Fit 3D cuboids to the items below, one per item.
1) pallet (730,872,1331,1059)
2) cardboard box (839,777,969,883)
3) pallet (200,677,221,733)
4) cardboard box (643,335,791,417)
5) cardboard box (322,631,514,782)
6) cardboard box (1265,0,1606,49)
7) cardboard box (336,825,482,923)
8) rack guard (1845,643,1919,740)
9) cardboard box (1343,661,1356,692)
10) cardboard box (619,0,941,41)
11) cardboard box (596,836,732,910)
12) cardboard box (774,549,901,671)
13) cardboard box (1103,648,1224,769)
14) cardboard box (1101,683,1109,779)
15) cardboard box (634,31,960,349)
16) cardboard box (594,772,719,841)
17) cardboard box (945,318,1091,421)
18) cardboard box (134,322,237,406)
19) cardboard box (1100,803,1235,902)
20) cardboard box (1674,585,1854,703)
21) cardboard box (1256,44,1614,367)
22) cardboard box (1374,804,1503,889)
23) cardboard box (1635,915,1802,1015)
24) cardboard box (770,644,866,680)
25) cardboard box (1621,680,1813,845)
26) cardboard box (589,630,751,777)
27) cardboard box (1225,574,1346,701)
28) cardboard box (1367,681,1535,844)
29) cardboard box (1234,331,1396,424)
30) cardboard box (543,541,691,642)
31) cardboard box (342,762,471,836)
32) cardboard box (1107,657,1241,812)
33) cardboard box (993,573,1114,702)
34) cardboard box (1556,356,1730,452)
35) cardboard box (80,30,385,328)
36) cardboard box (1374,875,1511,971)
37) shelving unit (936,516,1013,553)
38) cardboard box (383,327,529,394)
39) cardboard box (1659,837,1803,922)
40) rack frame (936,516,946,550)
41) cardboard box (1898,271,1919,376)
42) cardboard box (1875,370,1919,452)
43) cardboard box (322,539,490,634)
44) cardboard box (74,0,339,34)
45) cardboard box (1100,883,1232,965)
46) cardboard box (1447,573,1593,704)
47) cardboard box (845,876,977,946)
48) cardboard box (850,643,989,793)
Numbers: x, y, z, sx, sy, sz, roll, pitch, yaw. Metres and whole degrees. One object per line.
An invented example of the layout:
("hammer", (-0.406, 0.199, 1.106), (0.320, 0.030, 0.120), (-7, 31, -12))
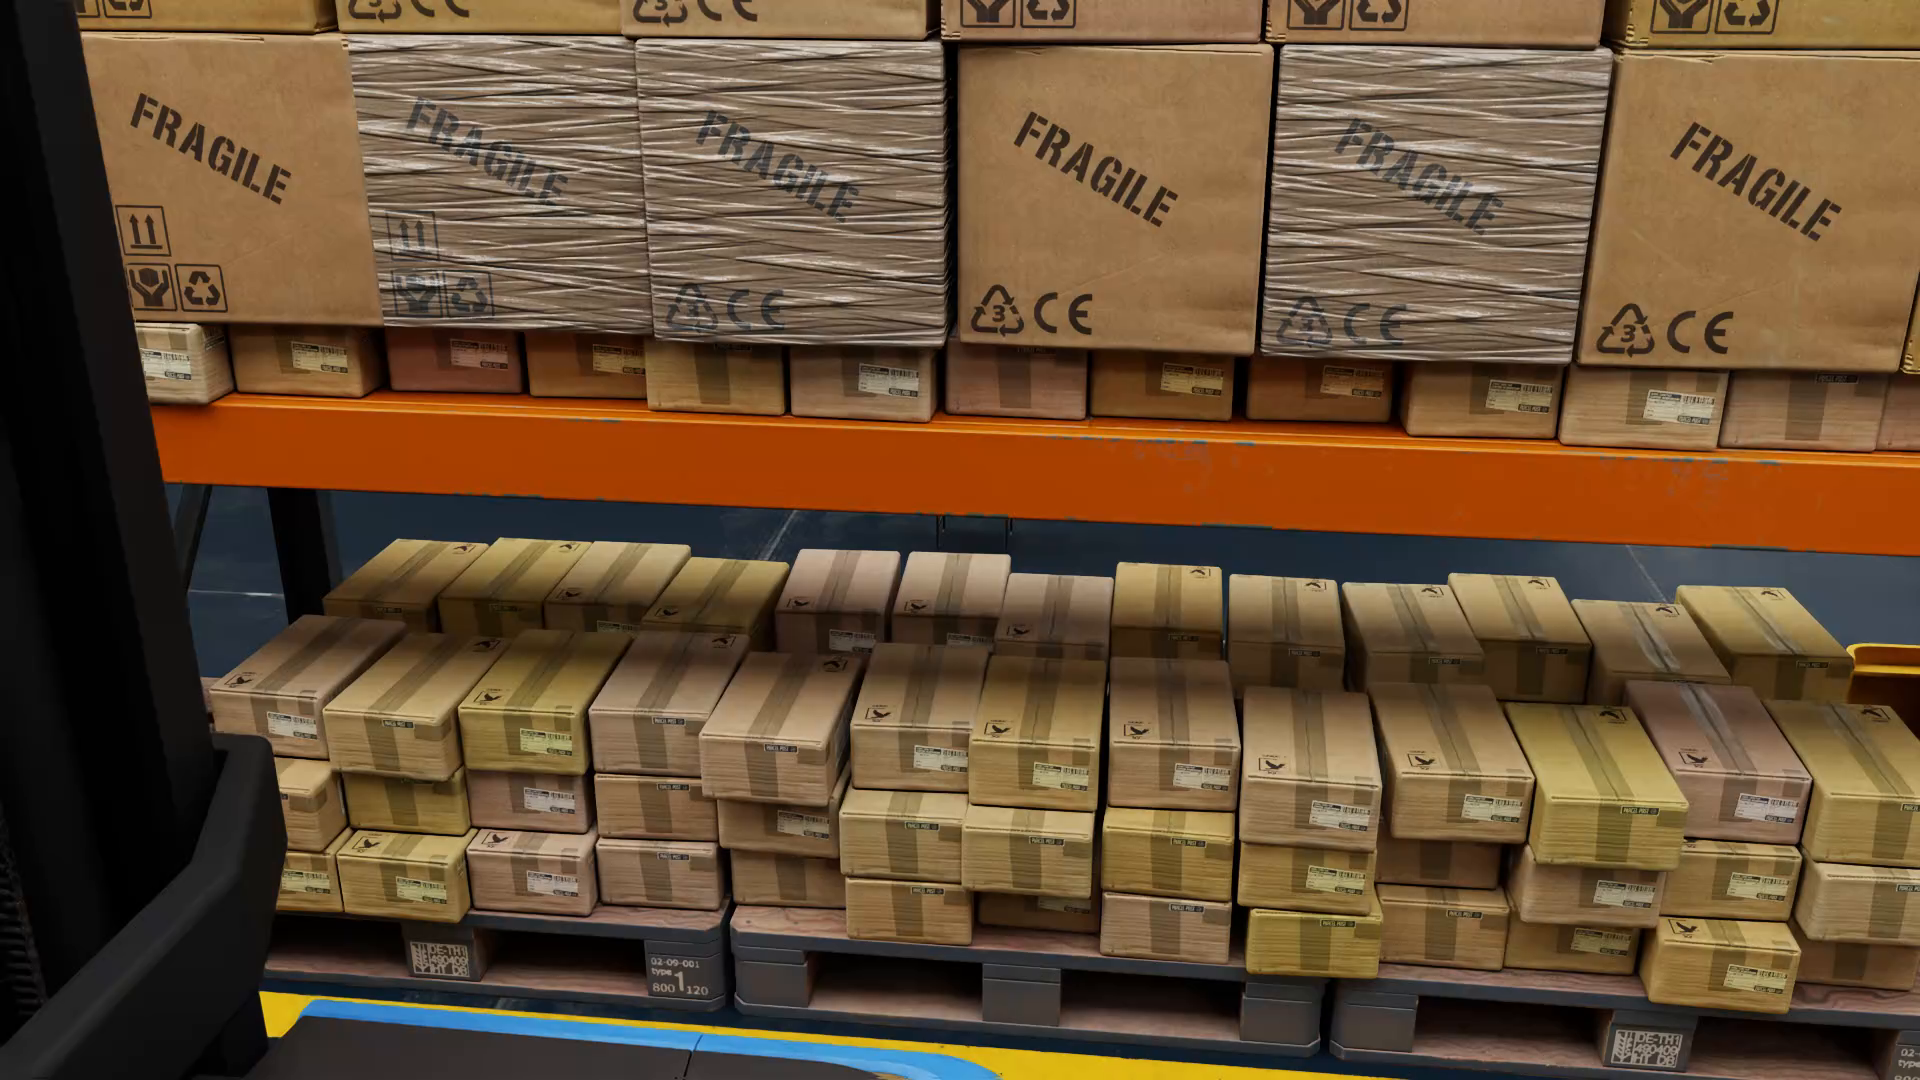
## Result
("pallet", (0.183, 0.730, 3.807), (1.213, 0.211, 1.003), (2, 22, 6))
("cardboard box", (-0.091, 0.532, 3.415), (0.250, 0.149, 0.380), (2, 22, 6))
("pallet", (-2.476, 0.629, 4.063), (1.213, 0.211, 1.003), (2, 22, 6))
("cardboard box", (-0.412, -0.361, 3.116), (0.250, 0.149, 0.380), (3, 22, 7))
("cardboard box", (-1.119, 0.343, 3.490), (0.250, 0.149, 0.380), (4, 22, 9))
("cardboard box", (0.765, -1.082, 2.696), (0.500, 0.500, 0.500), (4, 22, 9))
("cardboard box", (-1.115, 0.640, 3.548), (0.250, 0.149, 0.380), (3, 22, 8))
("rack guard", (2.194, 0.697, 3.497), (0.348, 0.500, 1.175), (2, 22, 6))
("cardboard box", (1.019, 0.352, 3.871), (0.250, 0.149, 0.380), (3, 22, 8))
("cardboard box", (-0.270, -1.126, 2.809), (0.500, 0.500, 0.500), (3, 22, 7))
("cardboard box", (-0.604, 0.624, 3.587), (0.250, 0.149, 0.380), (2, 22, 5))
("cardboard box", (-0.284, 0.162, 3.949), (0.250, 0.149, 0.380), (1, 22, 4))
("cardboard box", (0.470, 0.379, 3.804), (0.250, 0.149, 0.380), (4, 22, 9))
("cardboard box", (0.249, 0.467, 3.985), (0.250, 0.149, 0.380), (3, 22, 6))
("cardboard box", (-0.252, -0.653, 2.970), (0.500, 0.500, 0.500), (2, 22, 5))
("cardboard box", (-0.605, 0.478, 3.553), (0.250, 0.149, 0.380), (1, 22, 4))
("cardboard box", (0.125, -0.353, 3.094), (0.250, 0.149, 0.380), (3, 22, 8))
("cardboard box", (-1.460, -0.387, 3.179), (0.250, 0.149, 0.380), (3, 22, 8))
("cardboard box", (0.427, 0.554, 3.360), (0.250, 0.149, 0.380), (4, 22, 9))
("cardboard box", (1.789, 0.245, 3.737), (0.250, 0.149, 0.380), (2, 22, 4))
("cardboard box", (0.777, -0.615, 2.875), (0.500, 0.500, 0.500), (3, 22, 6))
("cardboard box", (0.941, 0.540, 3.395), (0.250, 0.149, 0.380), (2, 22, 6))
("cardboard box", (1.455, 0.748, 3.275), (0.250, 0.149, 0.380), (3, 22, 8))
("cardboard box", (-0.321, 0.318, 3.959), (0.250, 0.149, 0.380), (3, 22, 8))
("cardboard box", (1.471, 0.430, 3.271), (0.250, 0.149, 0.380), (3, 22, 7))
("cardboard box", (-0.600, 0.339, 3.500), (0.250, 0.149, 0.380), (2, 22, 5))
("cardboard box", (0.736, 0.223, 3.792), (0.250, 0.149, 0.380), (3, 22, 8))
("cardboard box", (0.949, 0.430, 3.269), (0.250, 0.149, 0.380), (2, 22, 4))
("cardboard box", (0.644, -0.344, 3.072), (0.250, 0.149, 0.380), (2, 22, 4))
("cardboard box", (-0.812, 0.144, 3.993), (0.250, 0.149, 0.380), (2, 22, 6))
("cardboard box", (-1.119, 0.468, 3.579), (0.250, 0.149, 0.380), (3, 22, 7))
("cardboard box", (0.427, 0.387, 3.378), (0.250, 0.149, 0.380), (2, 22, 4))
("cardboard box", (0.219, 0.219, 3.802), (0.250, 0.149, 0.380), (3, 22, 6))
("cardboard box", (1.163, -0.288, 2.931), (0.250, 0.149, 0.380), (3, 22, 8))
("cardboard box", (-1.241, -0.706, 3.106), (0.500, 0.500, 0.500), (2, 22, 5))
("cardboard box", (0.956, 0.699, 3.399), (0.250, 0.149, 0.380), (3, 22, 7))
("shelving unit", (0.053, -0.486, 5.741), (0.252, 1.050, 0.215), (2, 22, 6))
("cardboard box", (-0.924, -0.410, 3.239), (0.250, 0.149, 0.380), (2, 22, 4))
("cardboard box", (1.459, 0.581, 3.293), (0.250, 0.149, 0.380), (2, 22, 5))
("rack frame", (-0.068, -0.491, 5.754), (0.008, 1.050, 0.200), (2, 22, 6))
("cardboard box", (1.793, -0.572, 2.767), (0.500, 0.500, 0.500), (3, 22, 7))
("cardboard box", (1.670, -0.281, 2.911), (0.250, 0.149, 0.380), (2, 22, 6))
("cardboard box", (-1.319, 0.139, 4.005), (0.250, 0.149, 0.380), (3, 22, 8))
("cardboard box", (-1.283, -1.176, 2.935), (0.500, 0.500, 0.500), (3, 22, 8))
("cardboard box", (0.426, 0.692, 3.417), (0.250, 0.149, 0.380), (3, 22, 7))
("cardboard box", (1.266, 0.219, 3.802), (0.250, 0.149, 0.380), (2, 22, 6))
("cardboard box", (-0.086, 0.670, 3.472), (0.250, 0.149, 0.380), (2, 22, 5))
("cardboard box", (-0.076, 0.361, 3.444), (0.250, 0.149, 0.380), (2, 22, 4))
